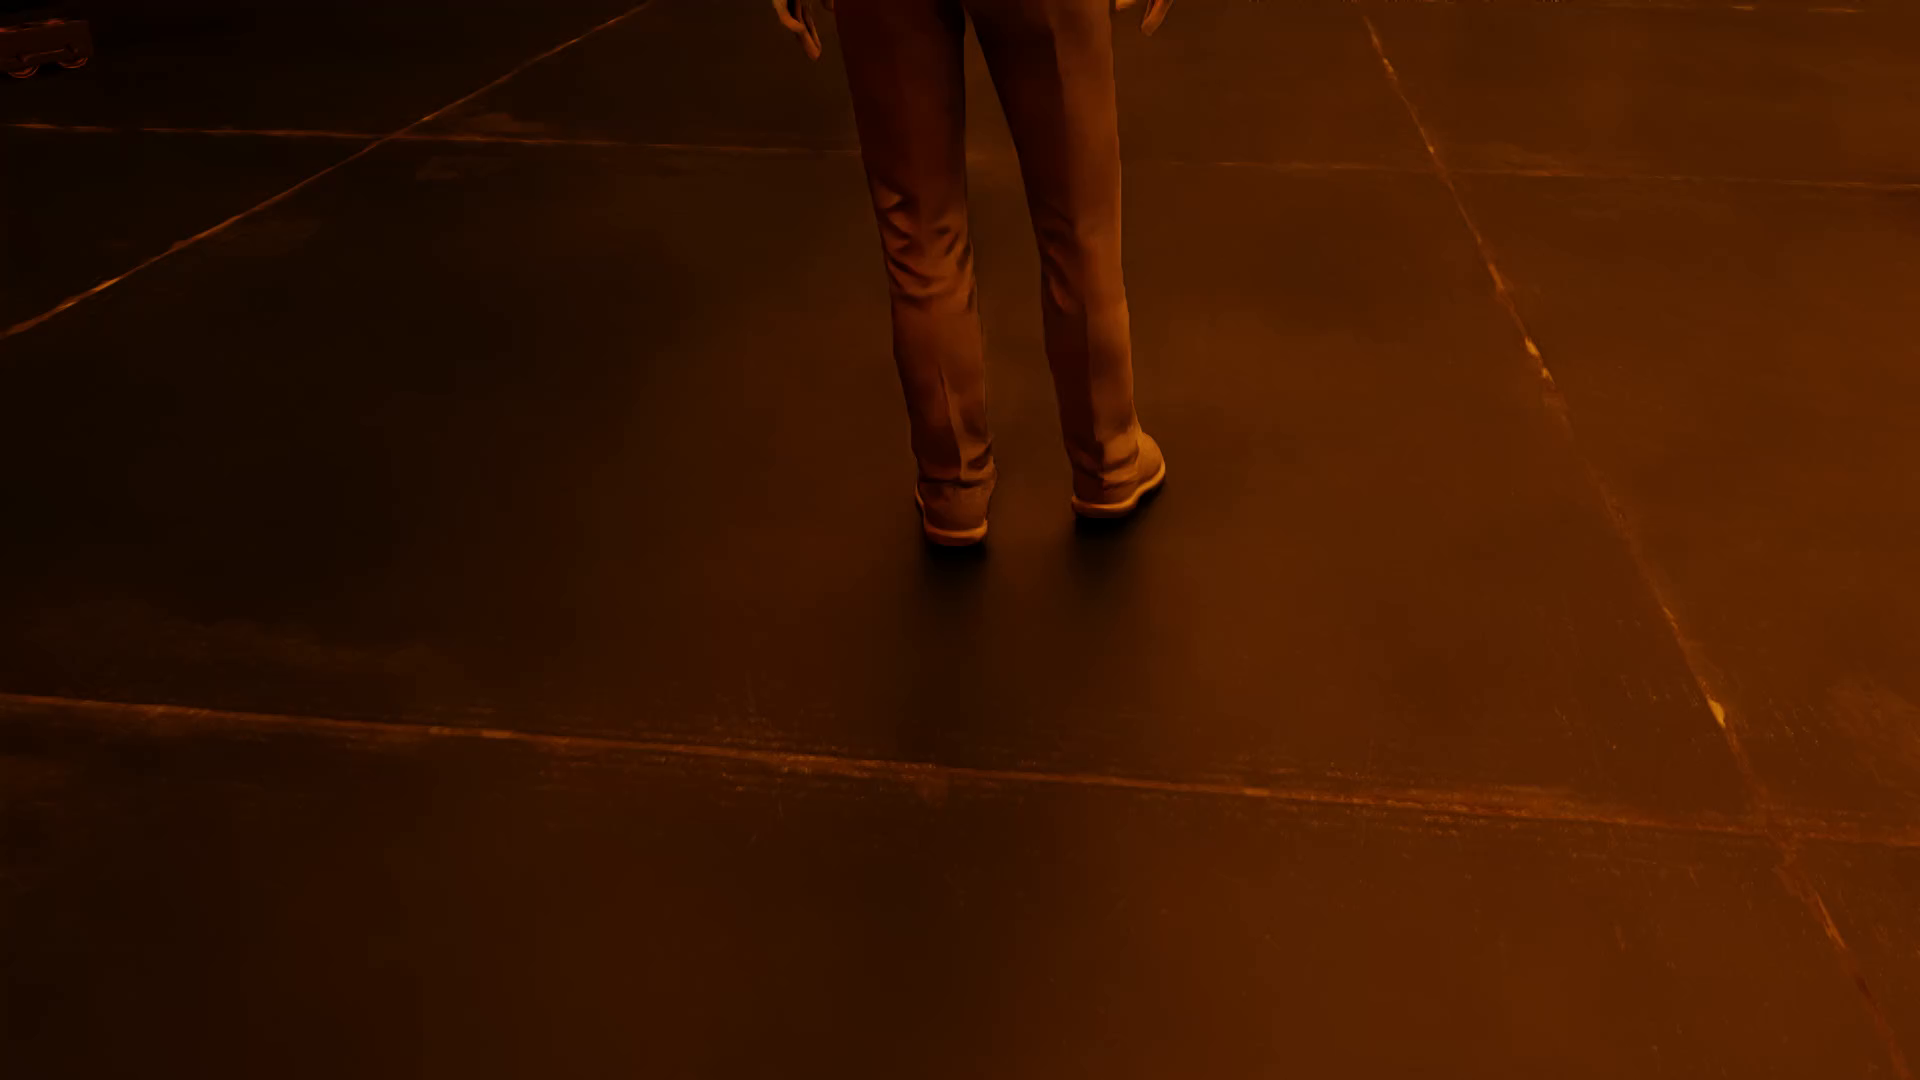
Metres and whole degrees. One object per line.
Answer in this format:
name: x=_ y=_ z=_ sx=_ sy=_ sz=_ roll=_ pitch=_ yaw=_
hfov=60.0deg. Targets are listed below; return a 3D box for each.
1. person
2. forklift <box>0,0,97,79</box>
person: x=0.016 y=-0.795 z=2.177 sx=0.586 sy=1.695 sz=0.532 roll=3 pitch=27 yaw=7
forklift: x=-3.684 y=-2.952 z=5.134 sx=1.130 sy=2.935 sz=3.031 roll=13 pitch=29 yaw=24
